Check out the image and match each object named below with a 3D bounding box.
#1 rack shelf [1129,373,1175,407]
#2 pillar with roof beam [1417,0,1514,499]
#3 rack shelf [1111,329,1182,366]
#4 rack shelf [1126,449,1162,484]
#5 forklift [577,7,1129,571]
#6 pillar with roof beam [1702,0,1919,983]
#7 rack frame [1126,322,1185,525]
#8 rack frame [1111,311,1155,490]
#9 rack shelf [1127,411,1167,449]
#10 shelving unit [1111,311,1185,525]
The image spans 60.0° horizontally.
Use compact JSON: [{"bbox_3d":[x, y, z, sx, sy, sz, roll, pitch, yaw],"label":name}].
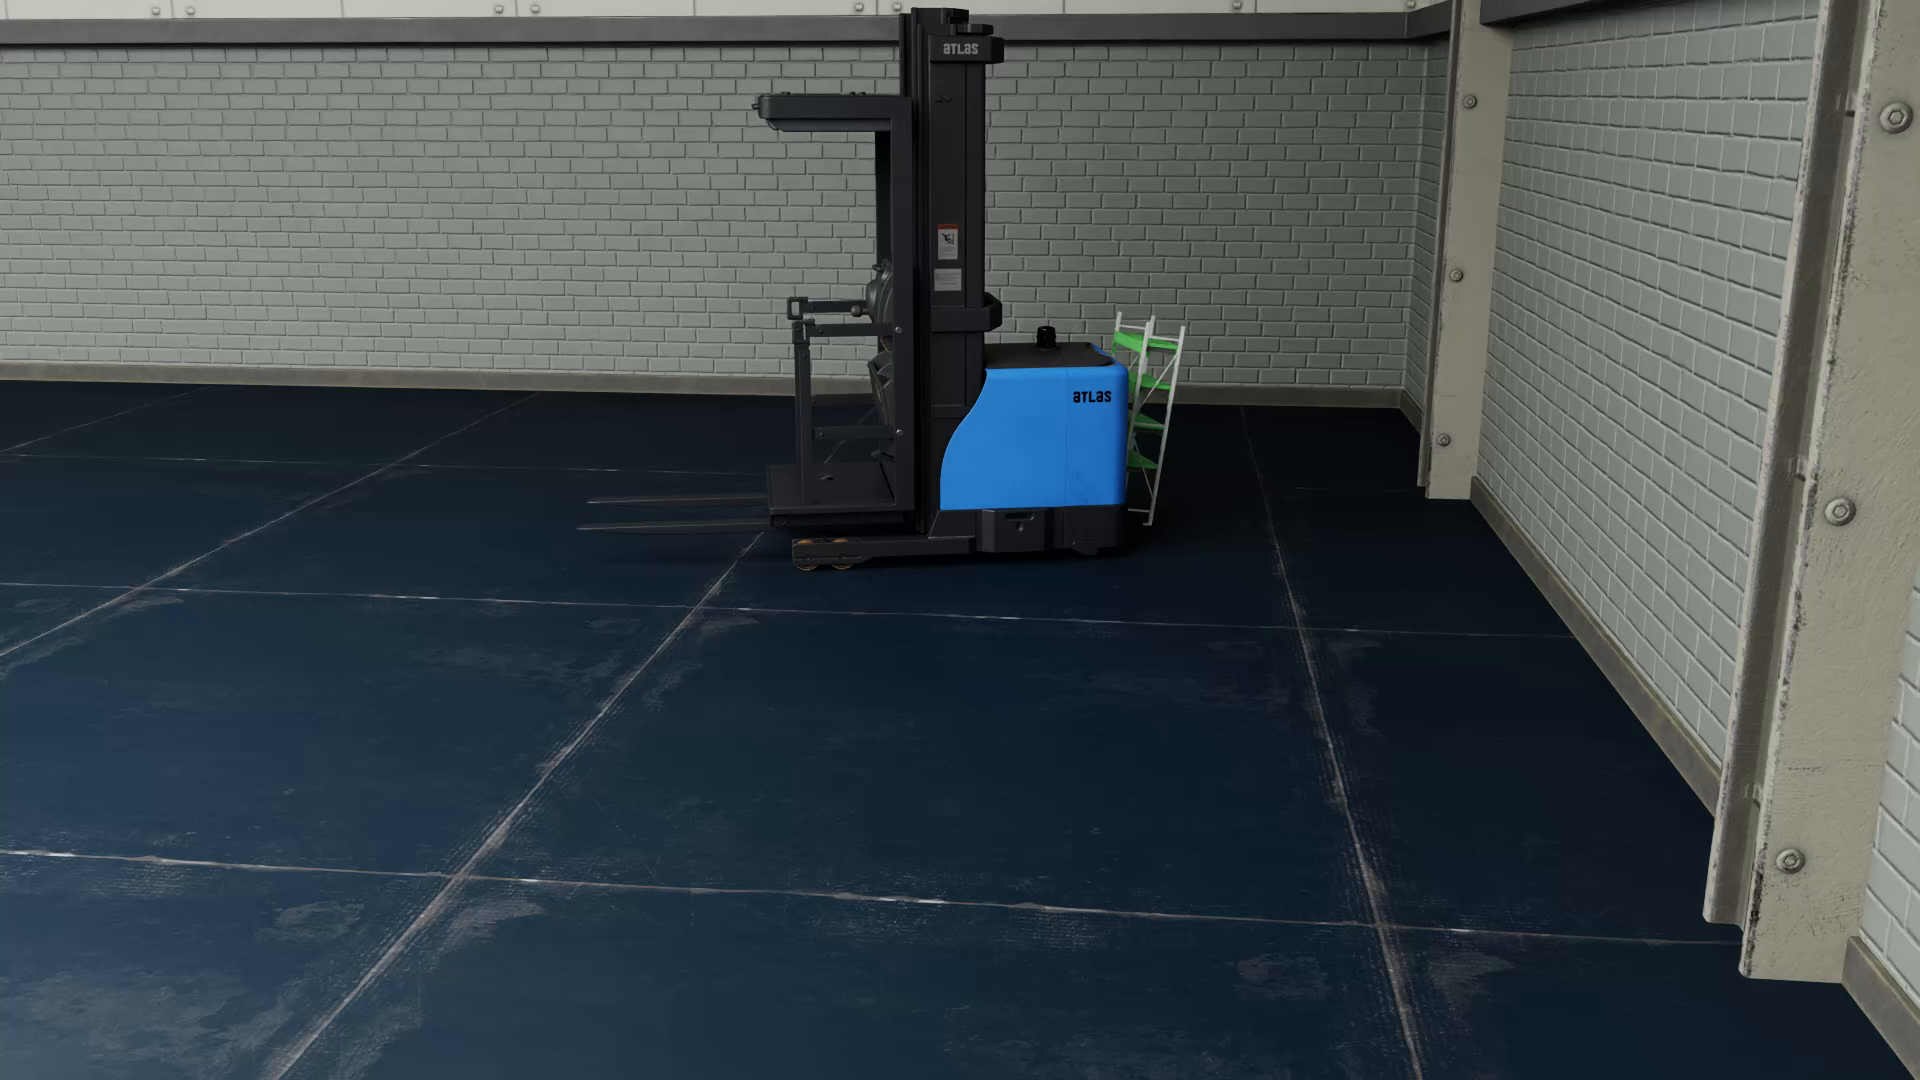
[{"bbox_3d":[1.079,-0.909,10.002,0.258,0.148,0.480,4,14,-16],"label":"rack shelf"},{"bbox_3d":[-1.115,-4.785,10.119,9.100,9.000,0.400,2,15,6],"label":"pillar with roof beam"},{"bbox_3d":[1.113,-1.140,9.948,0.258,0.148,0.480,4,14,-16],"label":"rack shelf"},{"bbox_3d":[1.013,-0.446,10.110,0.258,0.148,0.480,4,14,-16],"label":"rack shelf"},{"bbox_3d":[-0.619,-1.394,9.204,3.031,2.935,1.130,-2,15,-7],"label":"forklift"},{"bbox_3d":[-1.792,-3.229,4.364,9.100,9.000,0.400,2,15,6],"label":"pillar with roof beam"},{"bbox_3d":[1.116,-0.677,9.814,0.240,1.200,0.015,4,14,-16],"label":"rack frame"},{"bbox_3d":[0.994,-0.801,10.270,0.240,1.200,0.015,4,14,-16],"label":"rack frame"},{"bbox_3d":[1.046,-0.677,10.056,0.258,0.148,0.480,4,14,-16],"label":"rack shelf"},{"bbox_3d":[1.055,-0.739,10.042,0.258,1.200,0.503,4,14,-16],"label":"shelving unit"}]
